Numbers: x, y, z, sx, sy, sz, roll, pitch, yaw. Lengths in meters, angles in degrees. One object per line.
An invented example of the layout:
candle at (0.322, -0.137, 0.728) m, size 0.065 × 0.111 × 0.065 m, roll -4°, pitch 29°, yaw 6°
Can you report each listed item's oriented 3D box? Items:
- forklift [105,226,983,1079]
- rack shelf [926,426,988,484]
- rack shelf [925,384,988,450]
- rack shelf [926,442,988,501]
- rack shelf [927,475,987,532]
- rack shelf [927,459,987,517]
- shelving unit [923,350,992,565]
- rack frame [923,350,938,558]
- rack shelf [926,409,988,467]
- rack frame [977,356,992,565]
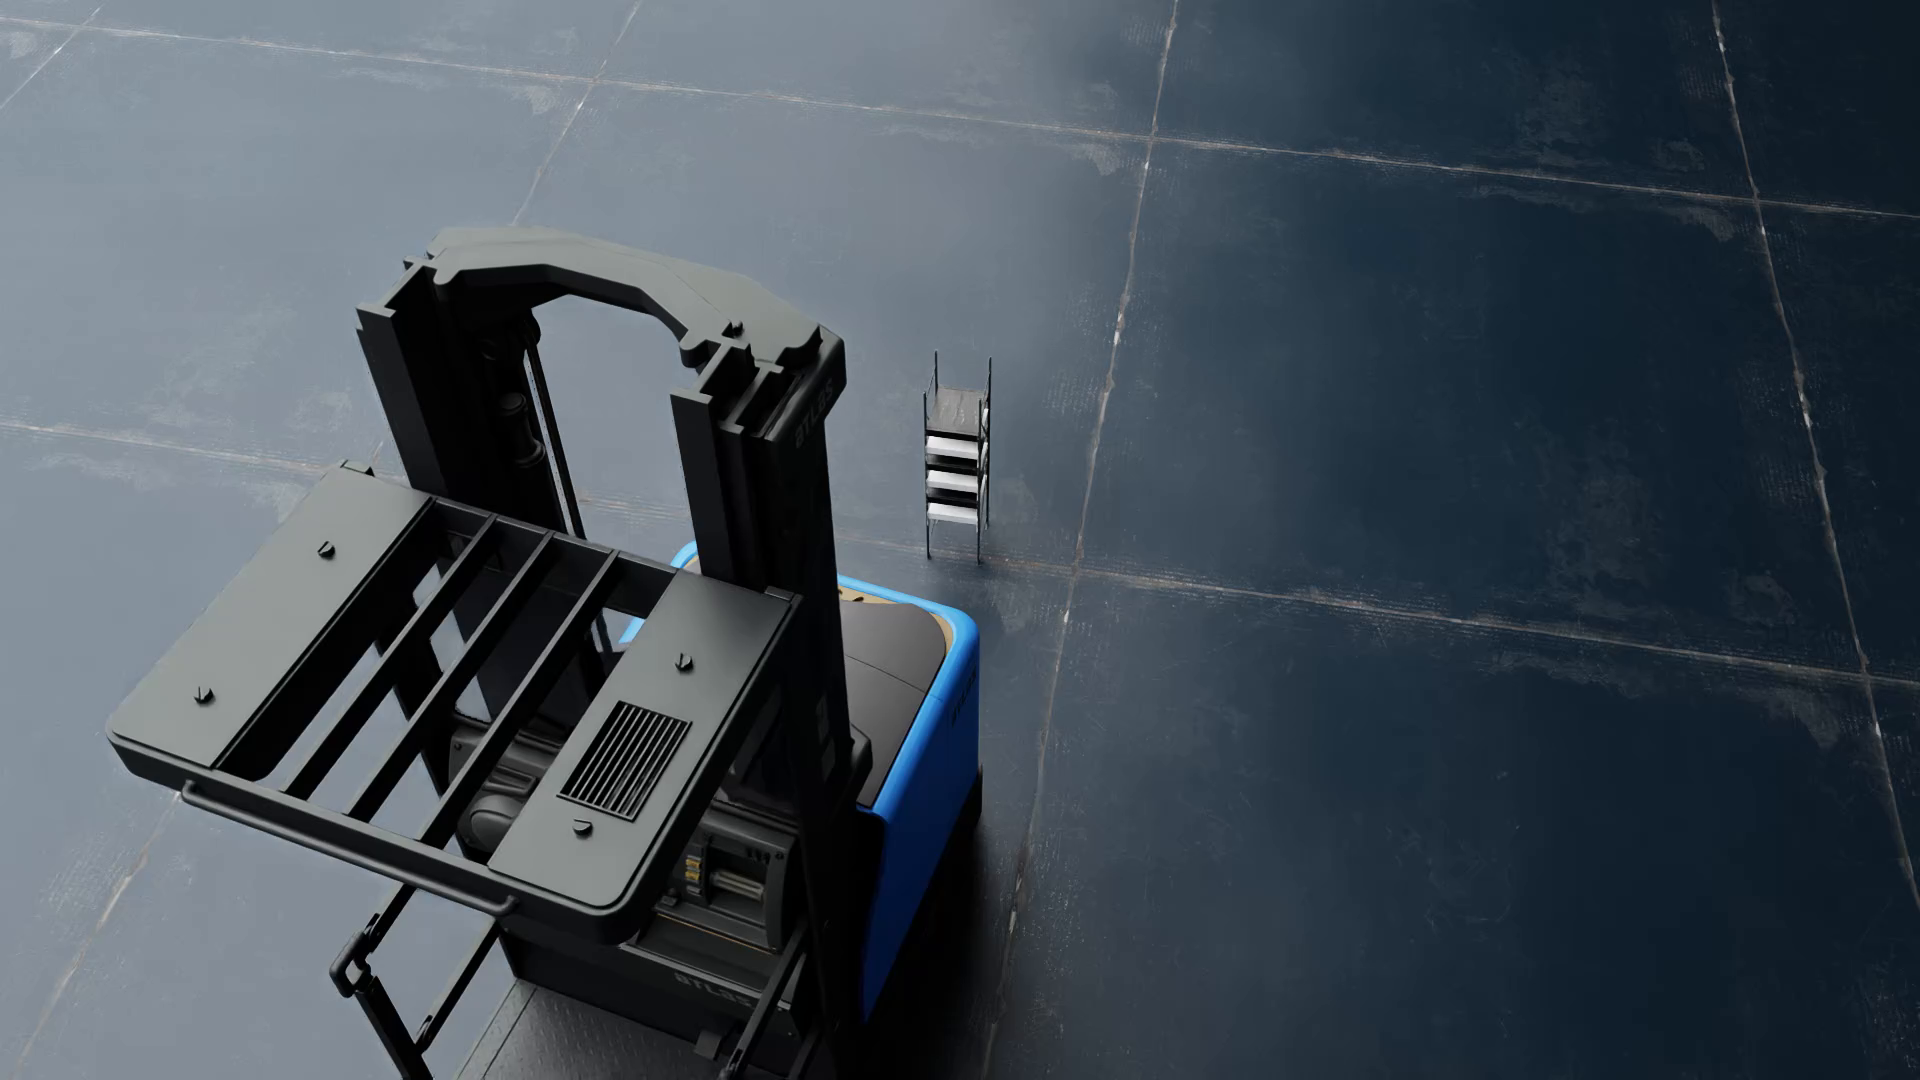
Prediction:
forklift at (-0.922, 0.866, 3.973) m, size 1.130 × 2.935 × 3.031 m, roll 16°, pitch 50°, yaw 14°
rack shelf at (-0.008, -0.340, 6.346) m, size 0.200 × 0.077 × 0.258 m, roll 8°, pitch 49°, yaw 7°
rack shelf at (-0.008, -0.460, 6.212) m, size 0.200 × 0.077 × 0.258 m, roll 8°, pitch 49°, yaw 7°
rack shelf at (-0.008, -0.280, 6.413) m, size 0.200 × 0.077 × 0.258 m, roll 8°, pitch 49°, yaw 7°
rack shelf at (-0.008, -0.159, 6.547) m, size 0.200 × 0.077 × 0.258 m, roll 8°, pitch 49°, yaw 7°
rack shelf at (-0.008, -0.219, 6.480) m, size 0.200 × 0.077 × 0.258 m, roll 8°, pitch 49°, yaw 7°
shelving unit at (-0.008, -0.302, 6.388) m, size 0.210 × 0.900 × 0.258 m, roll 8°, pitch 49°, yaw 7°
rack frame at (-0.108, -0.315, 6.400) m, size 0.006 × 0.900 × 0.240 m, roll 8°, pitch 49°, yaw 7°
rack shelf at (-0.008, -0.400, 6.279) m, size 0.200 × 0.077 × 0.258 m, roll 8°, pitch 49°, yaw 7°
rack frame at (0.092, -0.288, 6.376) m, size 0.006 × 0.900 × 0.240 m, roll 8°, pitch 49°, yaw 7°
